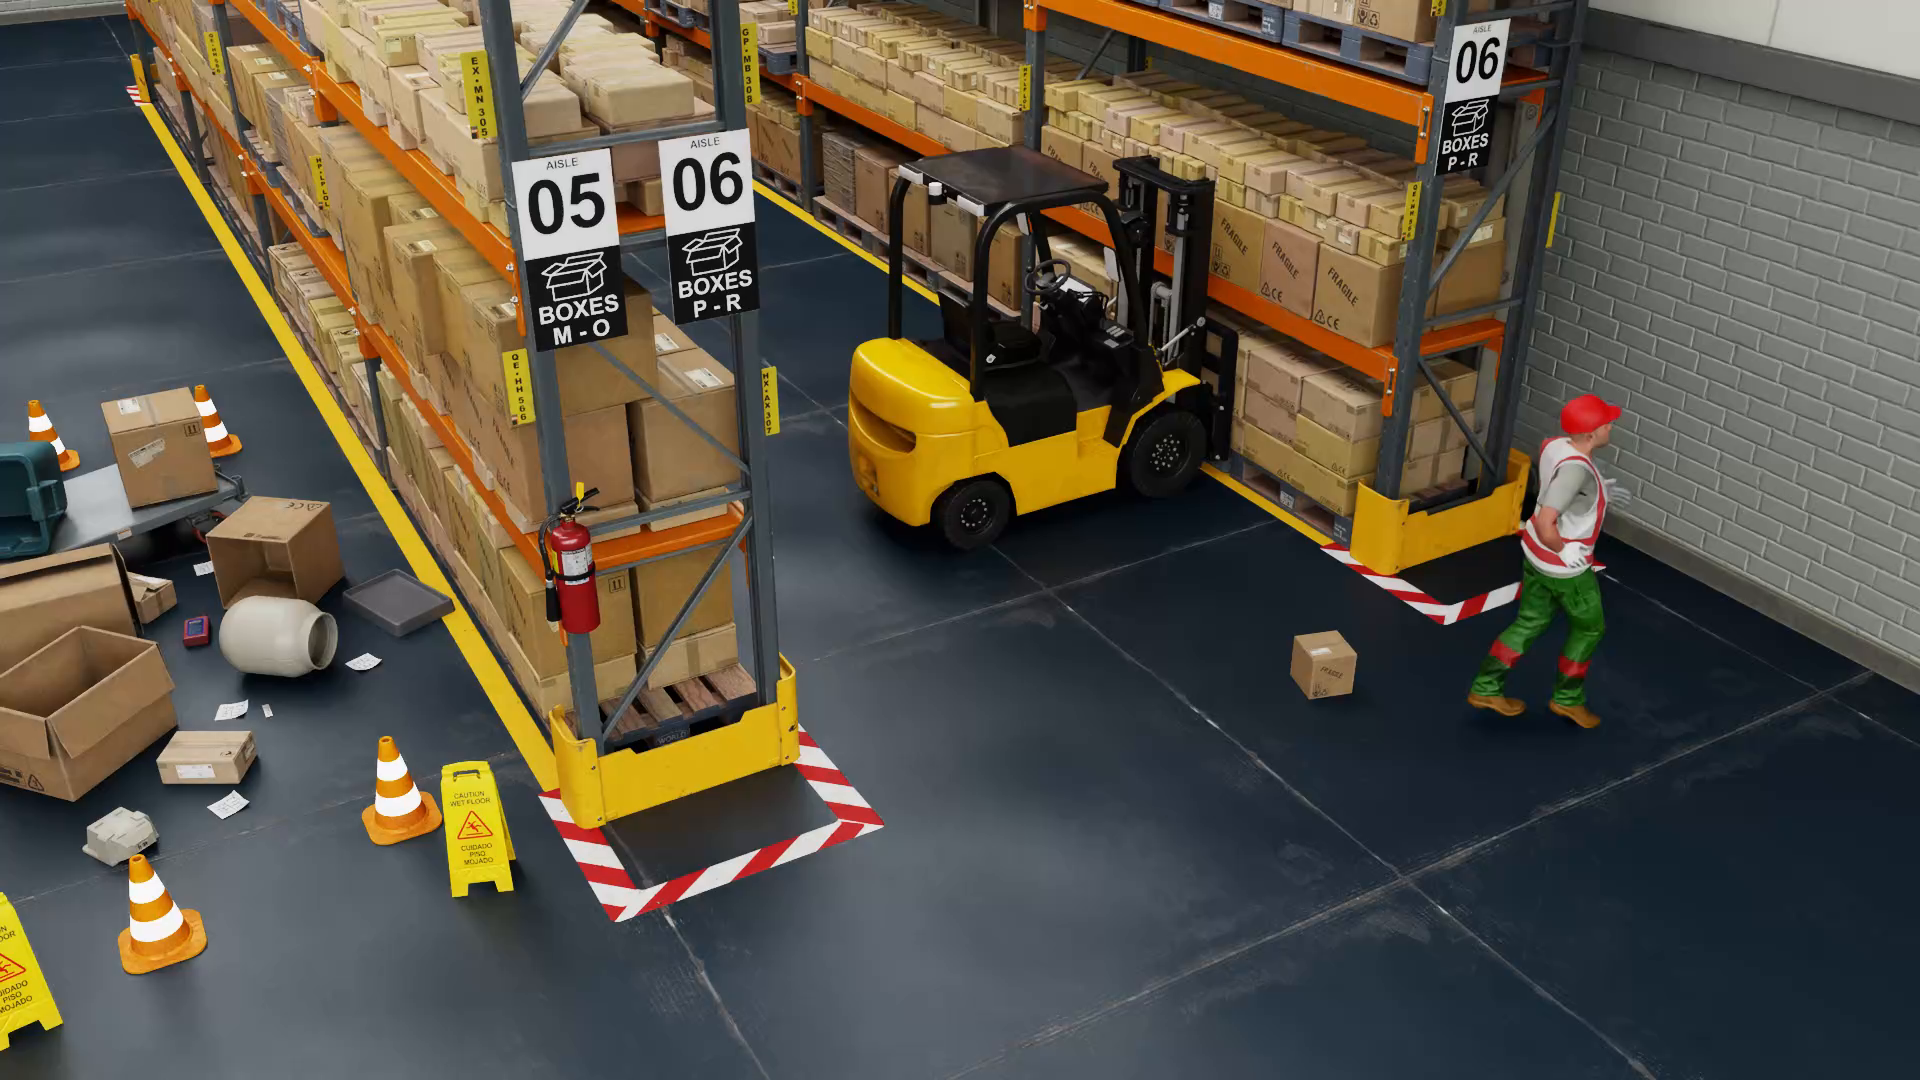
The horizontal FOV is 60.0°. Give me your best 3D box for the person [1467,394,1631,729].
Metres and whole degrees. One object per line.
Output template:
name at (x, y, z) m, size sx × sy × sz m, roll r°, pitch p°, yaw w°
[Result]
person at (2.986, 0.115, 8.324) m, size 0.699 × 1.830 × 0.655 m, roll -1°, pitch 29°, yaw -1°
